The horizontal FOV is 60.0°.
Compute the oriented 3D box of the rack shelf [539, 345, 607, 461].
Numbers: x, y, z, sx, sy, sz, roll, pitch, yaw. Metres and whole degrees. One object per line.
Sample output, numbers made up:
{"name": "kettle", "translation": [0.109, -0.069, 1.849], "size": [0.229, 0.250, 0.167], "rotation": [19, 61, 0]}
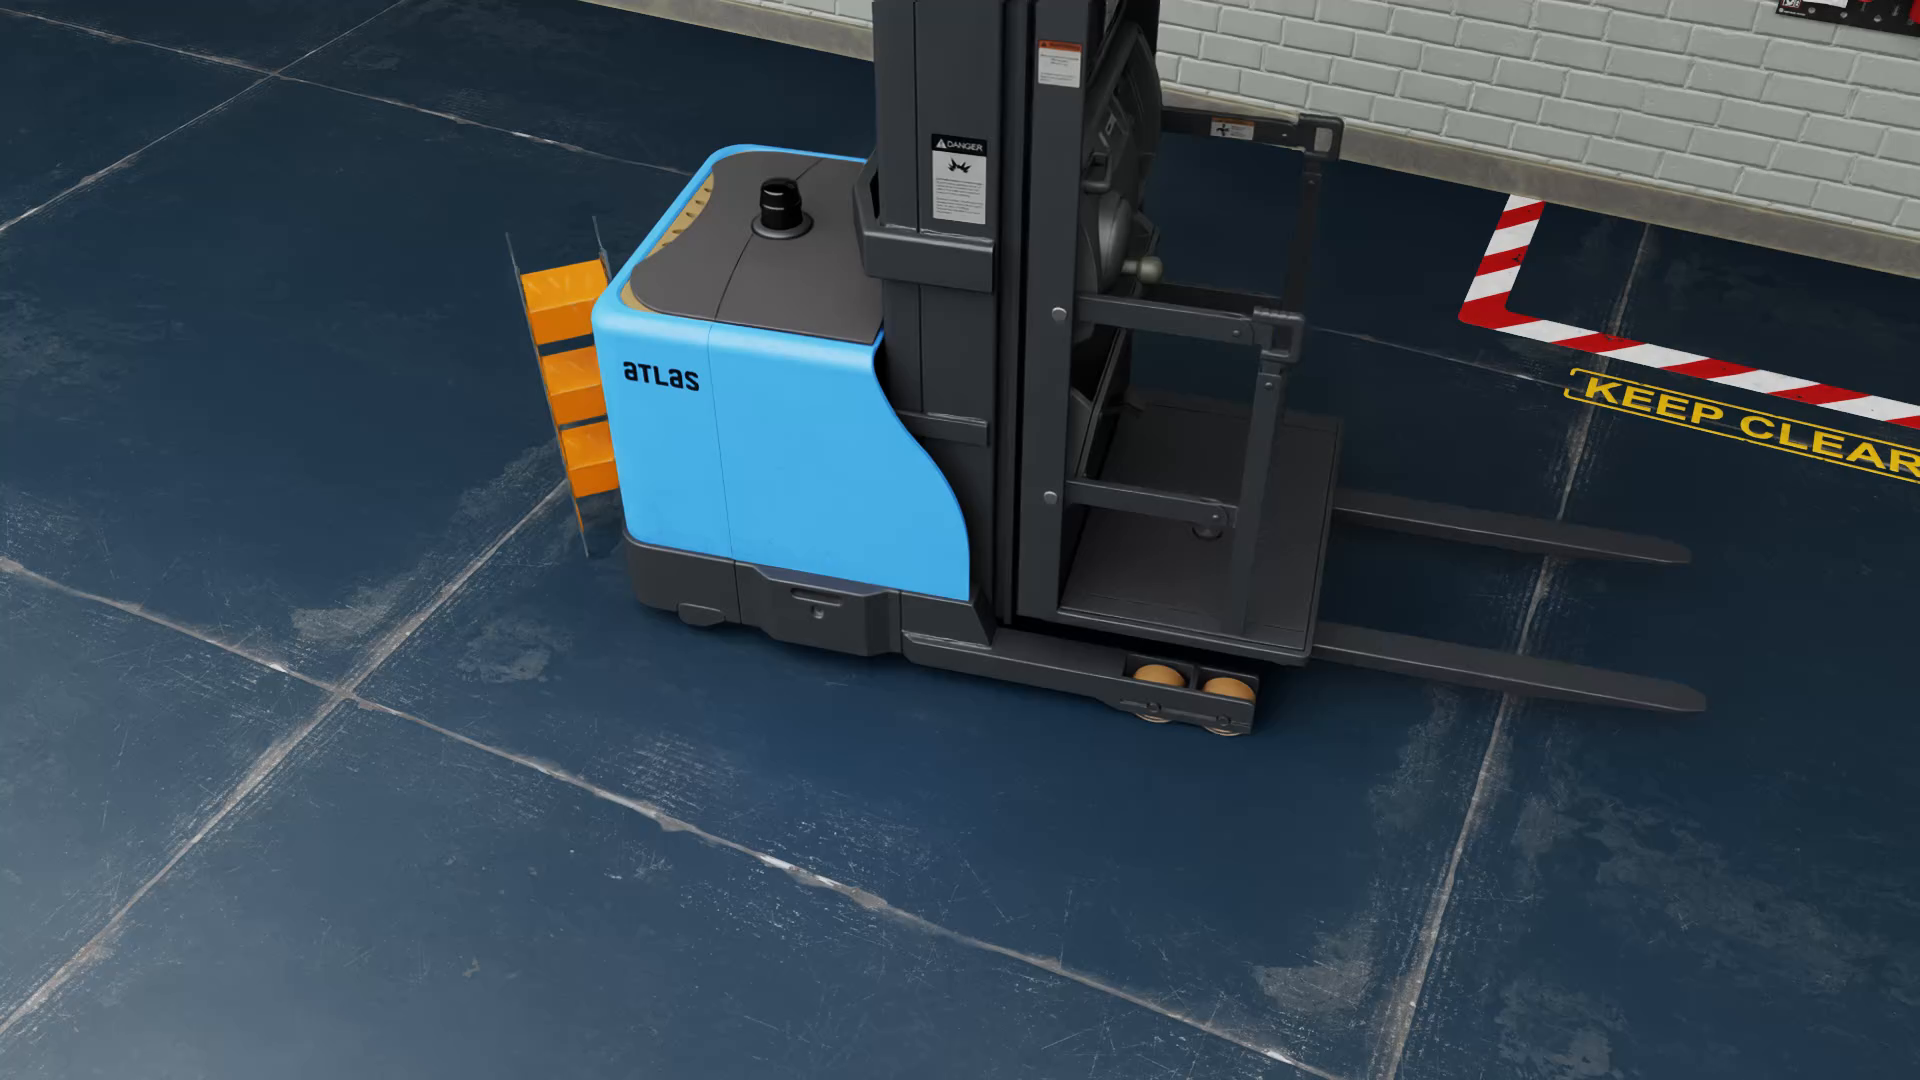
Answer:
{"name": "rack shelf", "translation": [-1.096, -0.423, 4.945], "size": [0.240, 0.259, 0.215], "rotation": [-14, 43, -12]}

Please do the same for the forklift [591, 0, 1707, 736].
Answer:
{"name": "forklift", "translation": [0.593, -0.951, 4.110], "size": [3.031, 2.935, 1.130], "rotation": [10, 42, 11]}

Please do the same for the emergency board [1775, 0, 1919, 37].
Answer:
{"name": "emergency board", "translation": [3.231, -2.223, 5.525], "size": [0.643, 1.169, 0.194], "rotation": [17, 44, 19]}

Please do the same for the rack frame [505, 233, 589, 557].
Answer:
{"name": "rack frame", "translation": [-1.213, -0.402, 4.913], "size": [0.008, 1.050, 0.200], "rotation": [-14, 43, -12]}

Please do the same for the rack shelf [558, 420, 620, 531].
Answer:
{"name": "rack shelf", "translation": [-1.086, -0.216, 5.130], "size": [0.240, 0.259, 0.215], "rotation": [-14, 43, -12]}

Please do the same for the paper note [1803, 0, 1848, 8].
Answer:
{"name": "paper note", "translation": [3.100, -1.980, 5.917], "size": [0.142, 0.148, 0.016], "rotation": [17, 44, 19]}

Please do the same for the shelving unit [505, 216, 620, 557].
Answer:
{"name": "shelving unit", "translation": [-1.097, -0.431, 4.938], "size": [0.252, 1.050, 0.215], "rotation": [-14, 43, -12]}

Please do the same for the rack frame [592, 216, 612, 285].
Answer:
{"name": "rack frame", "translation": [-0.981, -0.460, 4.964], "size": [0.008, 1.050, 0.200], "rotation": [-14, 43, -12]}

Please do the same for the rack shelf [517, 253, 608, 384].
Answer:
{"name": "rack shelf", "translation": [-1.107, -0.635, 4.757], "size": [0.240, 0.259, 0.215], "rotation": [-14, 43, -12]}
